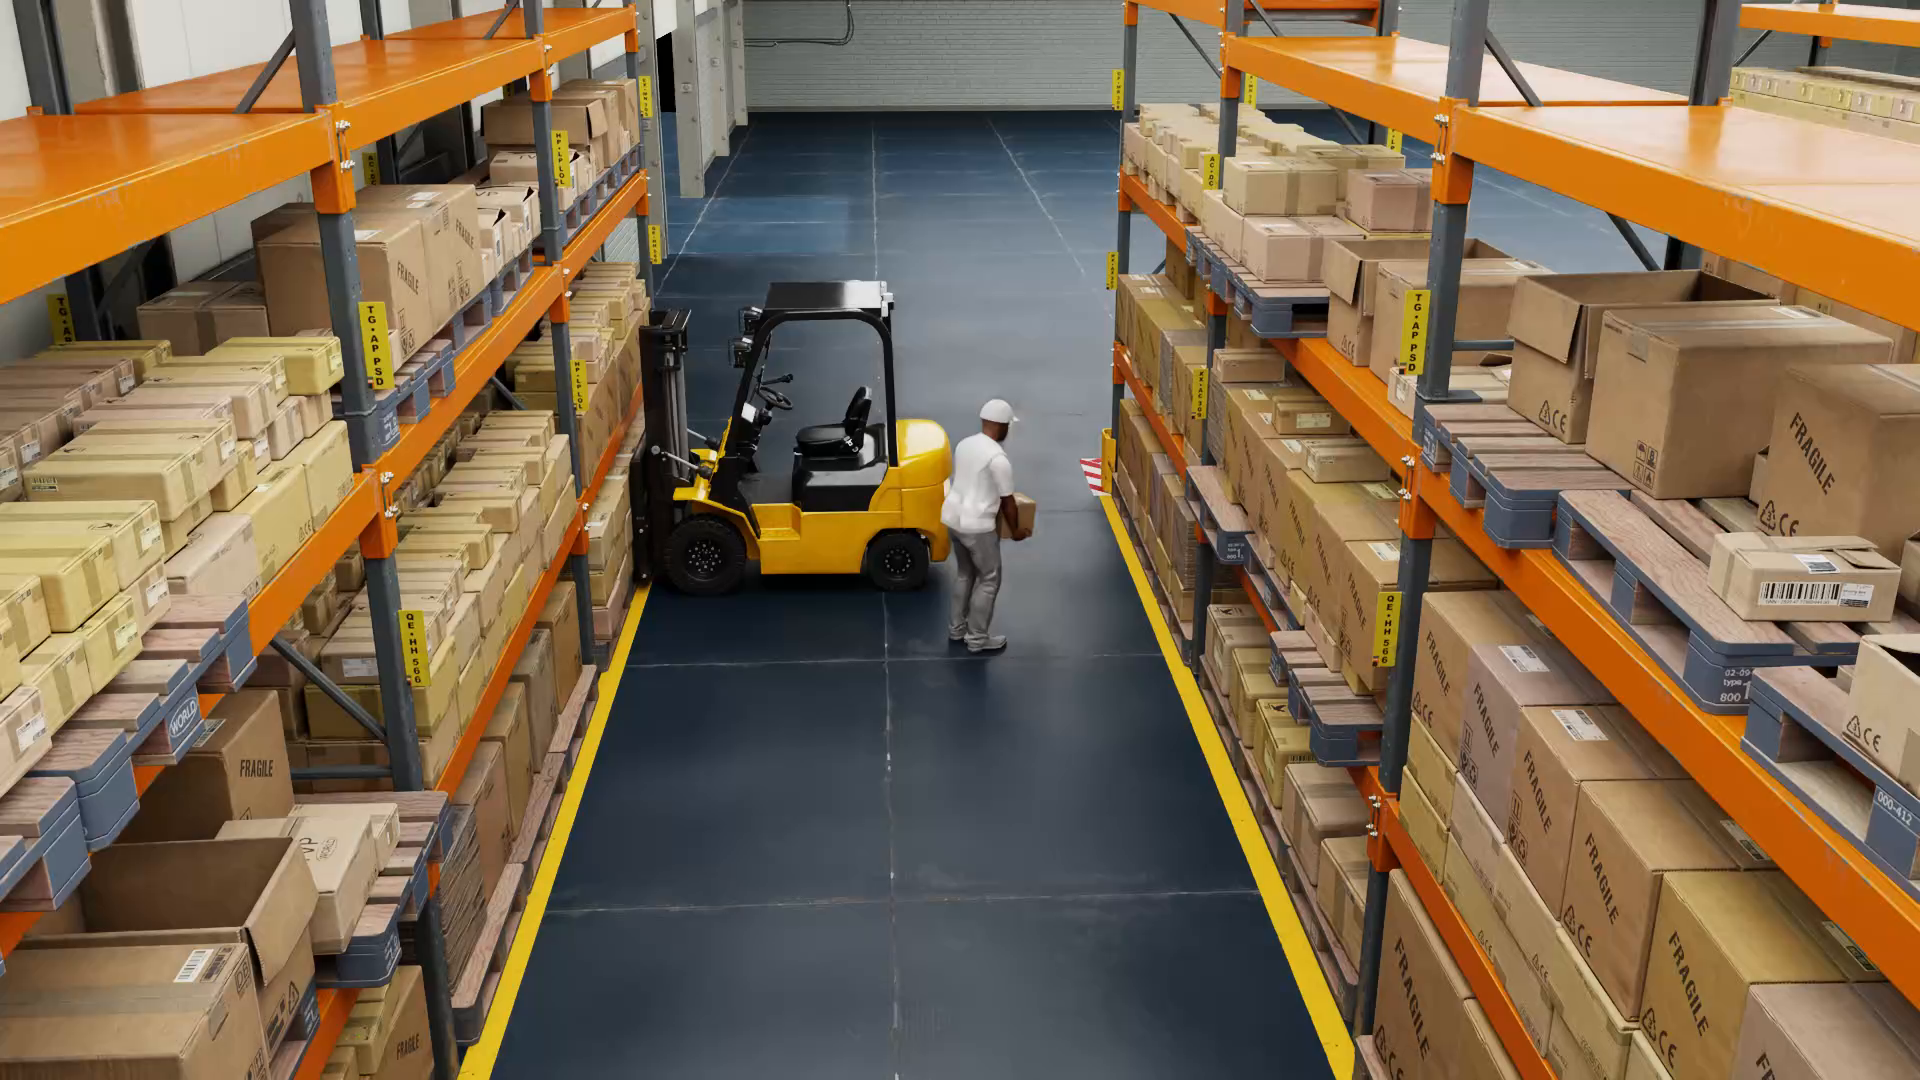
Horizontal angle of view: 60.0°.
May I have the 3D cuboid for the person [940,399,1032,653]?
[{"bbox_3d":[0.173,-0.119,11.428,0.617,1.720,0.498,-13,24,-31],"label":"person"}]
